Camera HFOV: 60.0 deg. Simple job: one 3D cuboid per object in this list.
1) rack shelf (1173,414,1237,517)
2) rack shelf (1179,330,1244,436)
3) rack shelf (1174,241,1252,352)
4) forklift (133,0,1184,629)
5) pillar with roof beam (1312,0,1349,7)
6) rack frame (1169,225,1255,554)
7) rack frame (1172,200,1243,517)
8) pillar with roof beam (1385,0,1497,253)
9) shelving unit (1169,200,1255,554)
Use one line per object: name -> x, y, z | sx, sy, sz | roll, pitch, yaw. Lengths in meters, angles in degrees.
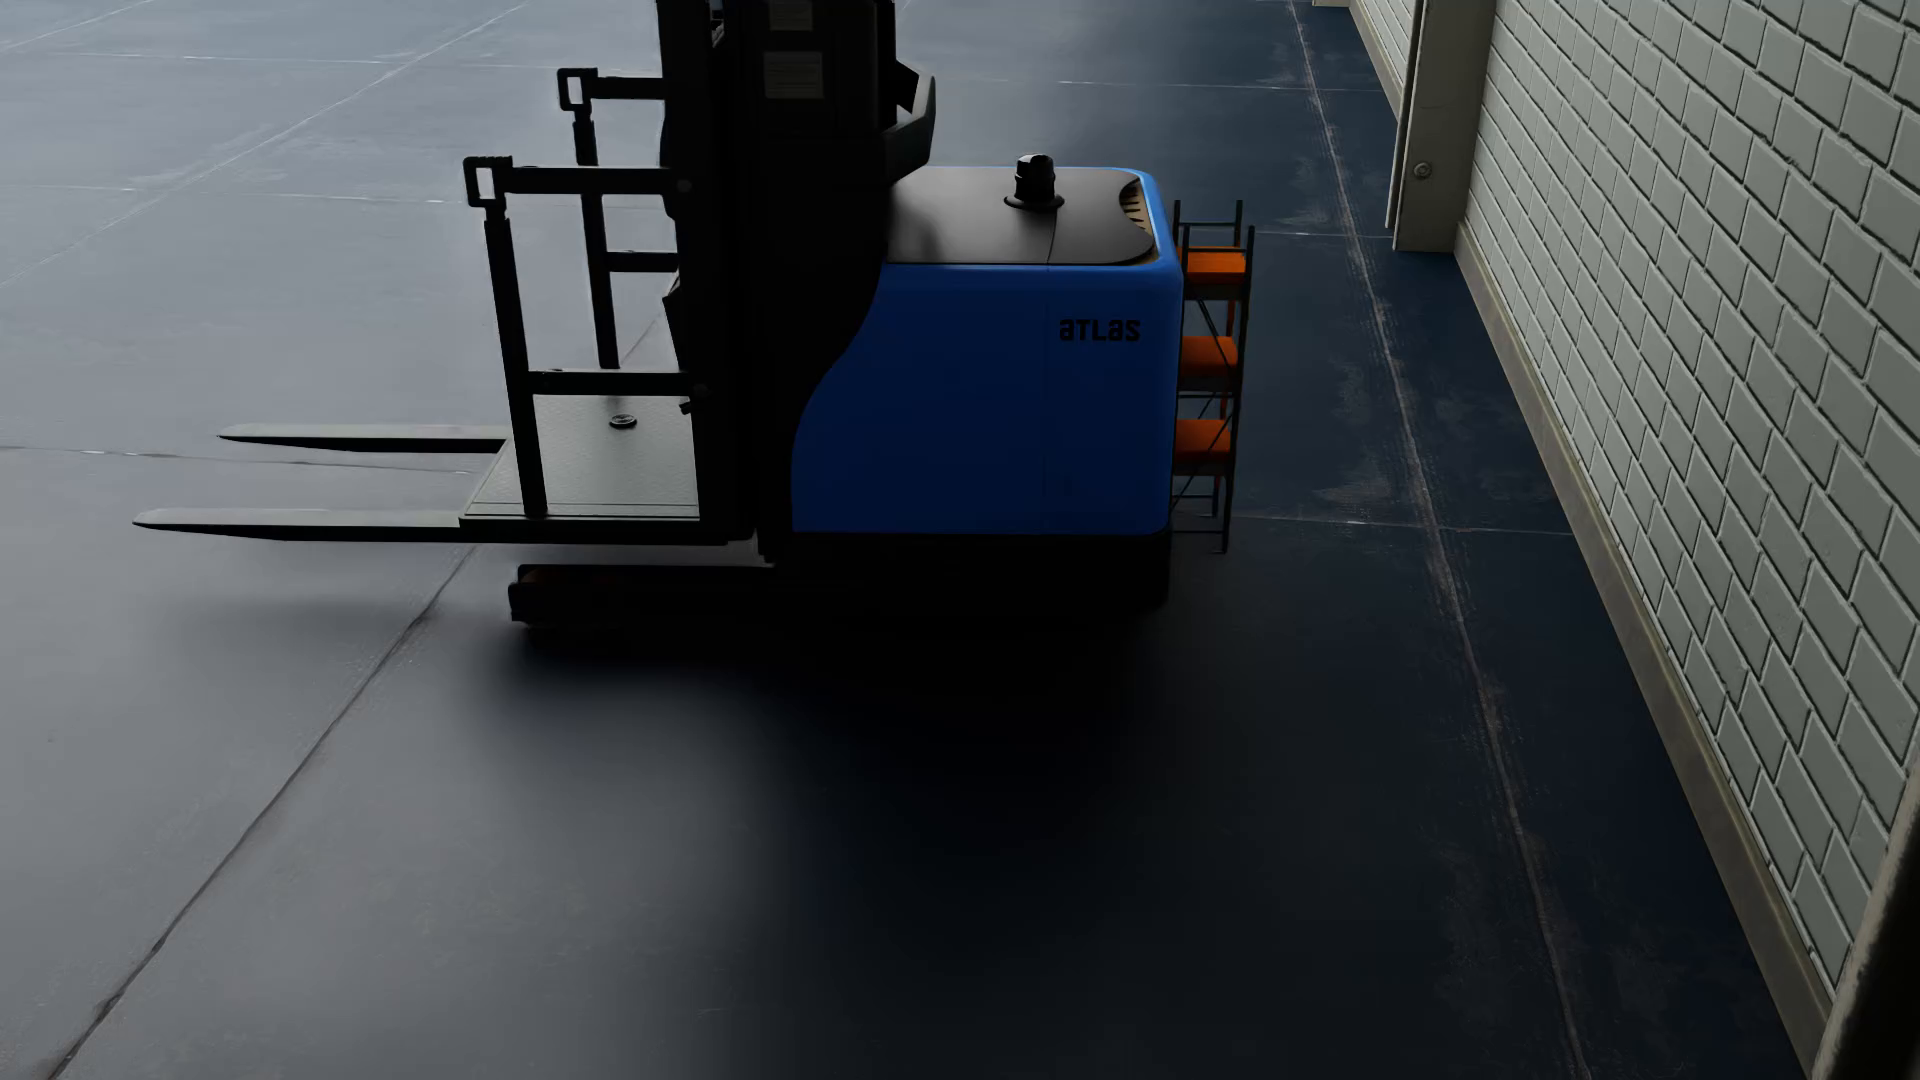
rack shelf -> 0.731, -0.226, 5.171 | 0.215, 0.259, 0.240 | 0, 28, 0
rack shelf -> 0.731, -0.471, 5.039 | 0.215, 0.259, 0.240 | 0, 28, 0
rack shelf -> 0.731, -0.720, 4.904 | 0.215, 0.259, 0.240 | 0, 28, 0
forklift -> -0.906, -1.285, 4.545 | 3.031, 2.935, 1.130 | 1, 28, 1
pillar with roof beam -> -1.335, -8.472, 11.488 | 9.100, 9.000, 0.400 | 3, 28, 6
rack frame -> 0.730, -0.422, 4.926 | 0.200, 1.050, 0.008 | 0, 28, 0
rack frame -> 0.732, -0.538, 5.141 | 0.200, 1.050, 0.008 | 0, 28, 0
pillar with roof beam -> -2.071, -5.648, 6.246 | 9.100, 9.000, 0.400 | 3, 28, 6
shelving unit -> 0.731, -0.480, 5.034 | 0.215, 1.050, 0.252 | 0, 28, 0
